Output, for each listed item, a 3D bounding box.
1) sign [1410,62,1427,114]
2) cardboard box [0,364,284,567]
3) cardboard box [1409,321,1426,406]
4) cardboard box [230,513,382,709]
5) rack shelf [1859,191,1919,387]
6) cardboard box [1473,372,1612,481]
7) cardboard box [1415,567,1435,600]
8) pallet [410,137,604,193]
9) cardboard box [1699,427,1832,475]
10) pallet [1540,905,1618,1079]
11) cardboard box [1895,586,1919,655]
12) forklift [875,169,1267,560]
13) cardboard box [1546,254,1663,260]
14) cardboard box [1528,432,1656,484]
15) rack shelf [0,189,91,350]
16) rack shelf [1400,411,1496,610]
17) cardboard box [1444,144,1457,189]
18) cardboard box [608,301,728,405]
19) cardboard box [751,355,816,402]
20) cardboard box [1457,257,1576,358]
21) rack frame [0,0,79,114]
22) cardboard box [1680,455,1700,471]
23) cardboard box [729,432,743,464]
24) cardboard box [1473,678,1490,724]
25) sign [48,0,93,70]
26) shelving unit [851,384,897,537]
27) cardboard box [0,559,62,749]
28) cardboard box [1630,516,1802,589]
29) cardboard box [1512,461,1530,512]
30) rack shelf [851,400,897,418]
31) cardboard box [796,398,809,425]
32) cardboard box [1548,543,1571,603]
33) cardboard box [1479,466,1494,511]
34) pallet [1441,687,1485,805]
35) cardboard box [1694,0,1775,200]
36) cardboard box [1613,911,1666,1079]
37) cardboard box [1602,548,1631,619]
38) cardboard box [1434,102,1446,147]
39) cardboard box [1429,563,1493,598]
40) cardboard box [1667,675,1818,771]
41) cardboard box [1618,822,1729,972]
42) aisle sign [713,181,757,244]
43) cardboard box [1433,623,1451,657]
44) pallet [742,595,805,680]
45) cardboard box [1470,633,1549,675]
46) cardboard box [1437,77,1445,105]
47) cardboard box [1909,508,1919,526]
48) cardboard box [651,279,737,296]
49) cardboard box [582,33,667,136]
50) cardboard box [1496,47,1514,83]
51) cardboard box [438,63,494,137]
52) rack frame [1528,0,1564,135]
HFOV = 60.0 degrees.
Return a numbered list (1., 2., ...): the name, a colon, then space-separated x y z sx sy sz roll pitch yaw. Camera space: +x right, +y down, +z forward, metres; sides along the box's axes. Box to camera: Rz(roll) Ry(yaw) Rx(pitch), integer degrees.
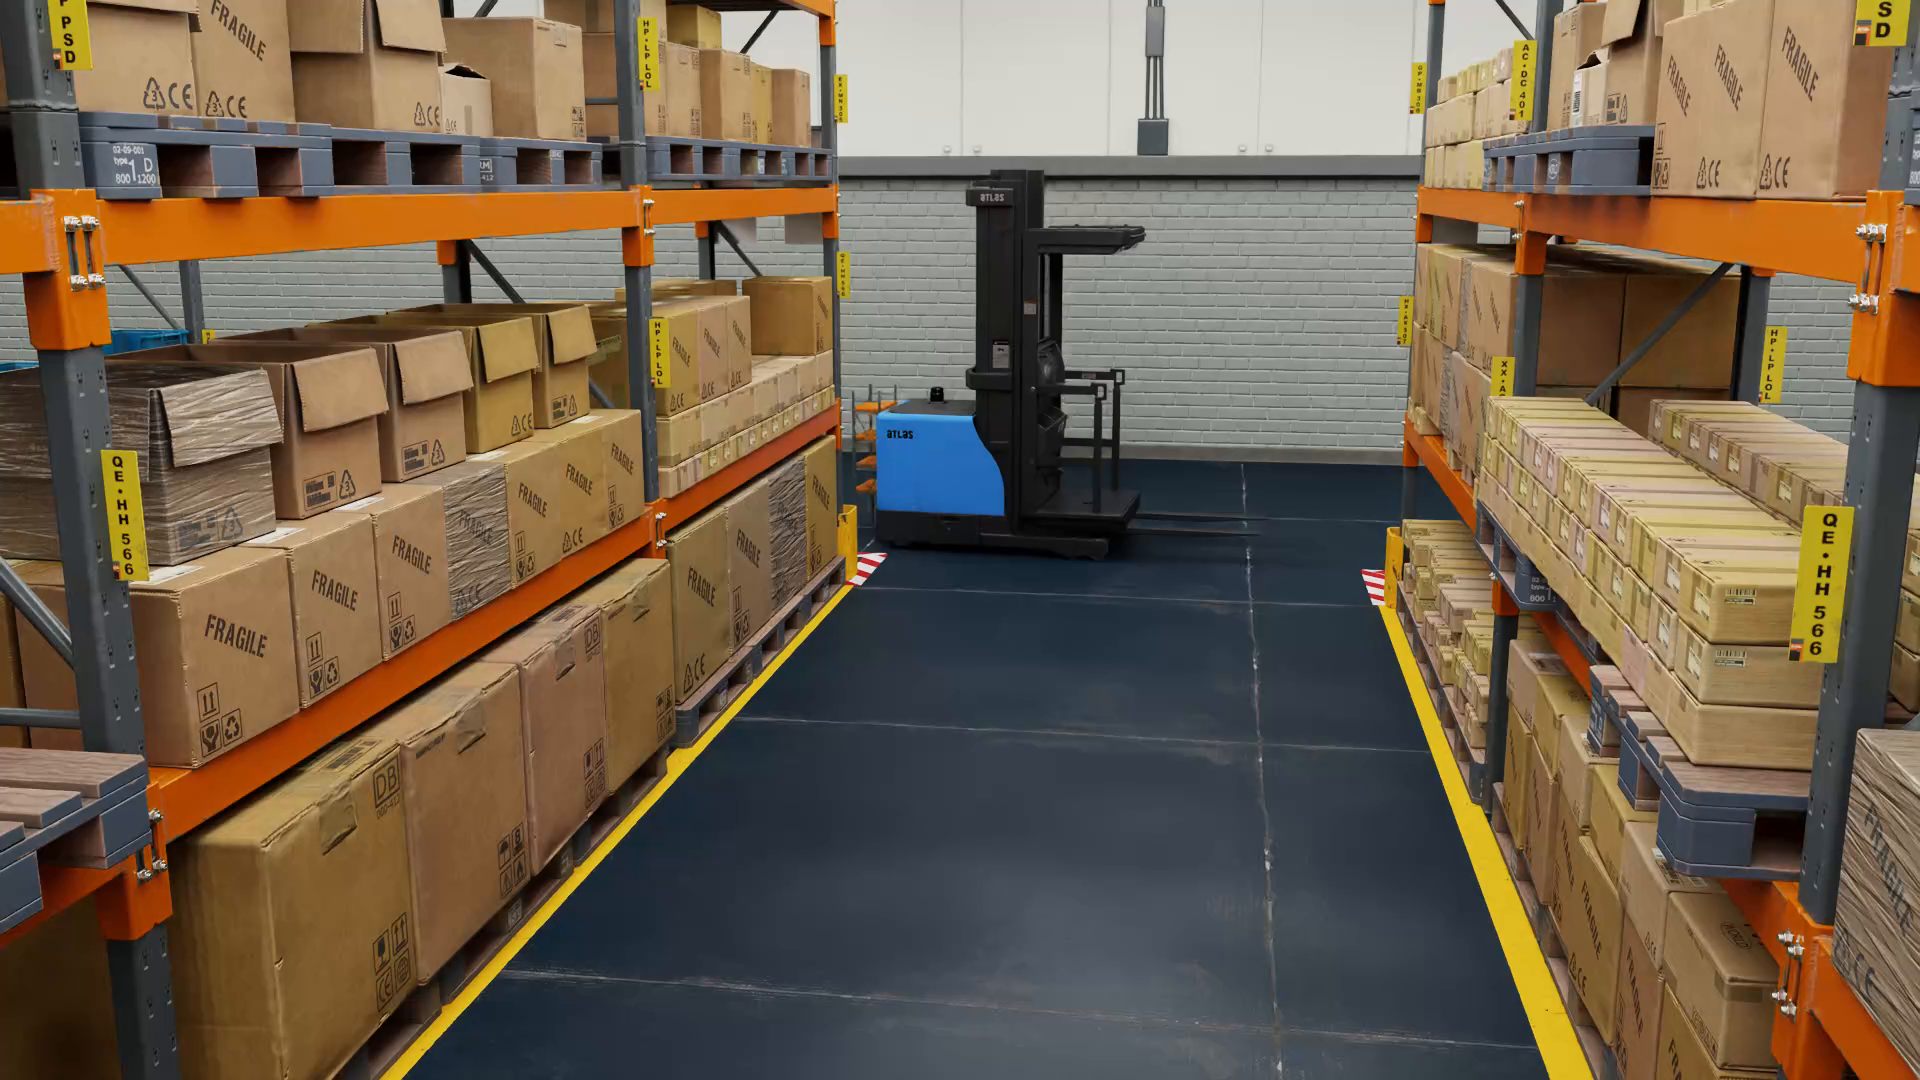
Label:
1. sign: 2.989 -2.942 10.828 0.100 0.325 0.005 2 12 9
2. cardboard box: -2.463 -0.238 4.858 0.797 0.503 0.637 2 12 11
3. cardboard box: 3.183 -1.140 10.721 0.500 0.500 0.500 2 12 11
4. cardboard box: -2.170 0.204 5.187 0.500 0.500 0.500 2 12 7
5. rack shelf: 1.987 -0.063 1.255 1.077 0.370 4.000 2 12 9
6. cardboard box: 2.705 -0.502 7.759 0.500 0.500 0.500 2 12 9
7. cardboard box: 2.996 0.272 10.175 0.380 0.149 0.250 2 12 10
8. pallet: -2.068 -1.560 6.946 0.805 0.209 1.217 1 12 6
9. cardboard box: 2.918 -0.317 6.031 0.380 0.149 0.250 2 12 8
10. pallet: 2.606 1.582 5.651 1.003 0.211 1.213 2 12 9
11. cardboard box: 2.645 0.201 4.335 0.380 0.149 0.250 1 12 7
12. forklift: 0.901 -1.400 13.030 3.031 2.935 1.130 3 12 13
13. cardboard box: 3.473 -1.286 9.024 0.500 0.500 0.500 1 12 7
14. cardboard box: 2.236 -0.287 5.894 0.380 0.149 0.250 2 12 8
15. rack shelf: -2.899 -0.245 2.099 1.077 0.370 4.000 2 12 9
16. rack shelf: 3.217 -0.262 9.299 1.077 0.370 4.000 2 12 9
17. cardboard box: 3.051 -2.121 9.452 0.500 0.250 0.500 1 12 7
18. cardboard box: -1.566 -1.012 8.939 0.500 0.500 0.500 2 12 9
19. cardboard box: -1.252 -1.069 10.985 0.500 0.250 0.500 2 12 8
20. cardboard box: 2.882 -1.201 8.631 0.500 0.500 0.500 2 12 10
21. rack frame: -2.591 -2.480 3.639 1.000 3.000 0.127 2 12 9
22. cardboard box: 2.963 -0.230 6.334 0.380 0.149 0.250 2 12 11
23. cardboard box: -1.444 -0.525 9.406 0.380 0.149 0.250 2 12 8
24. cardboard box: 2.644 0.769 7.868 0.380 0.149 0.250 2 12 10
25. sign: -2.055 -1.248 3.817 0.100 0.325 0.005 2 12 9
26. shelving unit: -0.693 -0.658 13.694 0.258 1.200 0.503 2 12 13
27. cardboard box: -2.760 0.294 4.774 0.500 0.500 0.500 2 12 10
28. cardboard box: 1.998 0.038 4.384 0.380 0.149 0.250 2 12 10
29. cardboard box: 2.278 -0.197 6.179 0.380 0.149 0.250 1 12 6
30. rack shelf: -0.695 -1.042 13.612 0.258 0.148 0.480 2 12 13
31. cardboard box: -1.208 -0.846 10.895 0.380 0.149 0.250 2 12 10
32. cardboard box: 2.157 0.111 5.457 0.380 0.149 0.250 1 12 6
33. cardboard box: 2.395 -0.213 6.962 0.380 0.149 0.250 1 12 6
34. pallet: 2.978 1.024 8.239 1.003 0.211 1.213 2 12 9
35. cardboard box: 2.195 -1.112 4.176 0.500 0.500 0.500 2 12 9
36. cardboard box: 2.221 1.398 4.822 0.500 0.500 0.500 2 12 11
37. cardboard box: 2.037 0.127 4.678 0.380 0.149 0.250 2 12 9
38. cardboard box: 3.121 -2.476 9.913 0.500 0.250 0.500 2 12 8
39. cardboard box: 2.926 0.240 9.619 0.380 0.149 0.250 2 12 10
40. cardboard box: 1.916 0.435 3.955 0.380 0.149 0.250 2 12 10
41. cardboard box: 2.207 1.029 4.757 0.500 0.250 0.500 2 12 9
42. aisle sign: -1.646 -2.508 11.839 0.394 0.787 0.004 2 12 9
43. cardboard box: 2.903 0.579 9.457 0.380 0.149 0.250 2 12 9
44. pallet: -1.596 0.573 10.333 1.003 0.211 1.213 2 12 9
45. cardboard box: 2.707 0.563 8.120 0.380 0.149 0.250 2 12 9
46. cardboard box: 3.079 -2.696 9.987 0.380 0.149 0.250 2 12 9
47. cardboard box: 2.679 0.010 4.516 0.380 0.149 0.250 1 12 6
48. cardboard box: -1.778 -1.456 10.998 0.500 0.500 0.500 2 12 7
49. cardboard box: -1.915 -2.314 8.518 0.700 0.500 0.500 1 12 5
50. cardboard box: 2.714 -2.212 7.739 0.380 0.149 0.250 2 12 9
51. cardboard box: -2.233 -1.782 6.737 0.500 0.311 0.500 1 12 7
52. rack frame: 2.910 -3.130 6.659 1.000 3.000 0.127 2 12 9
